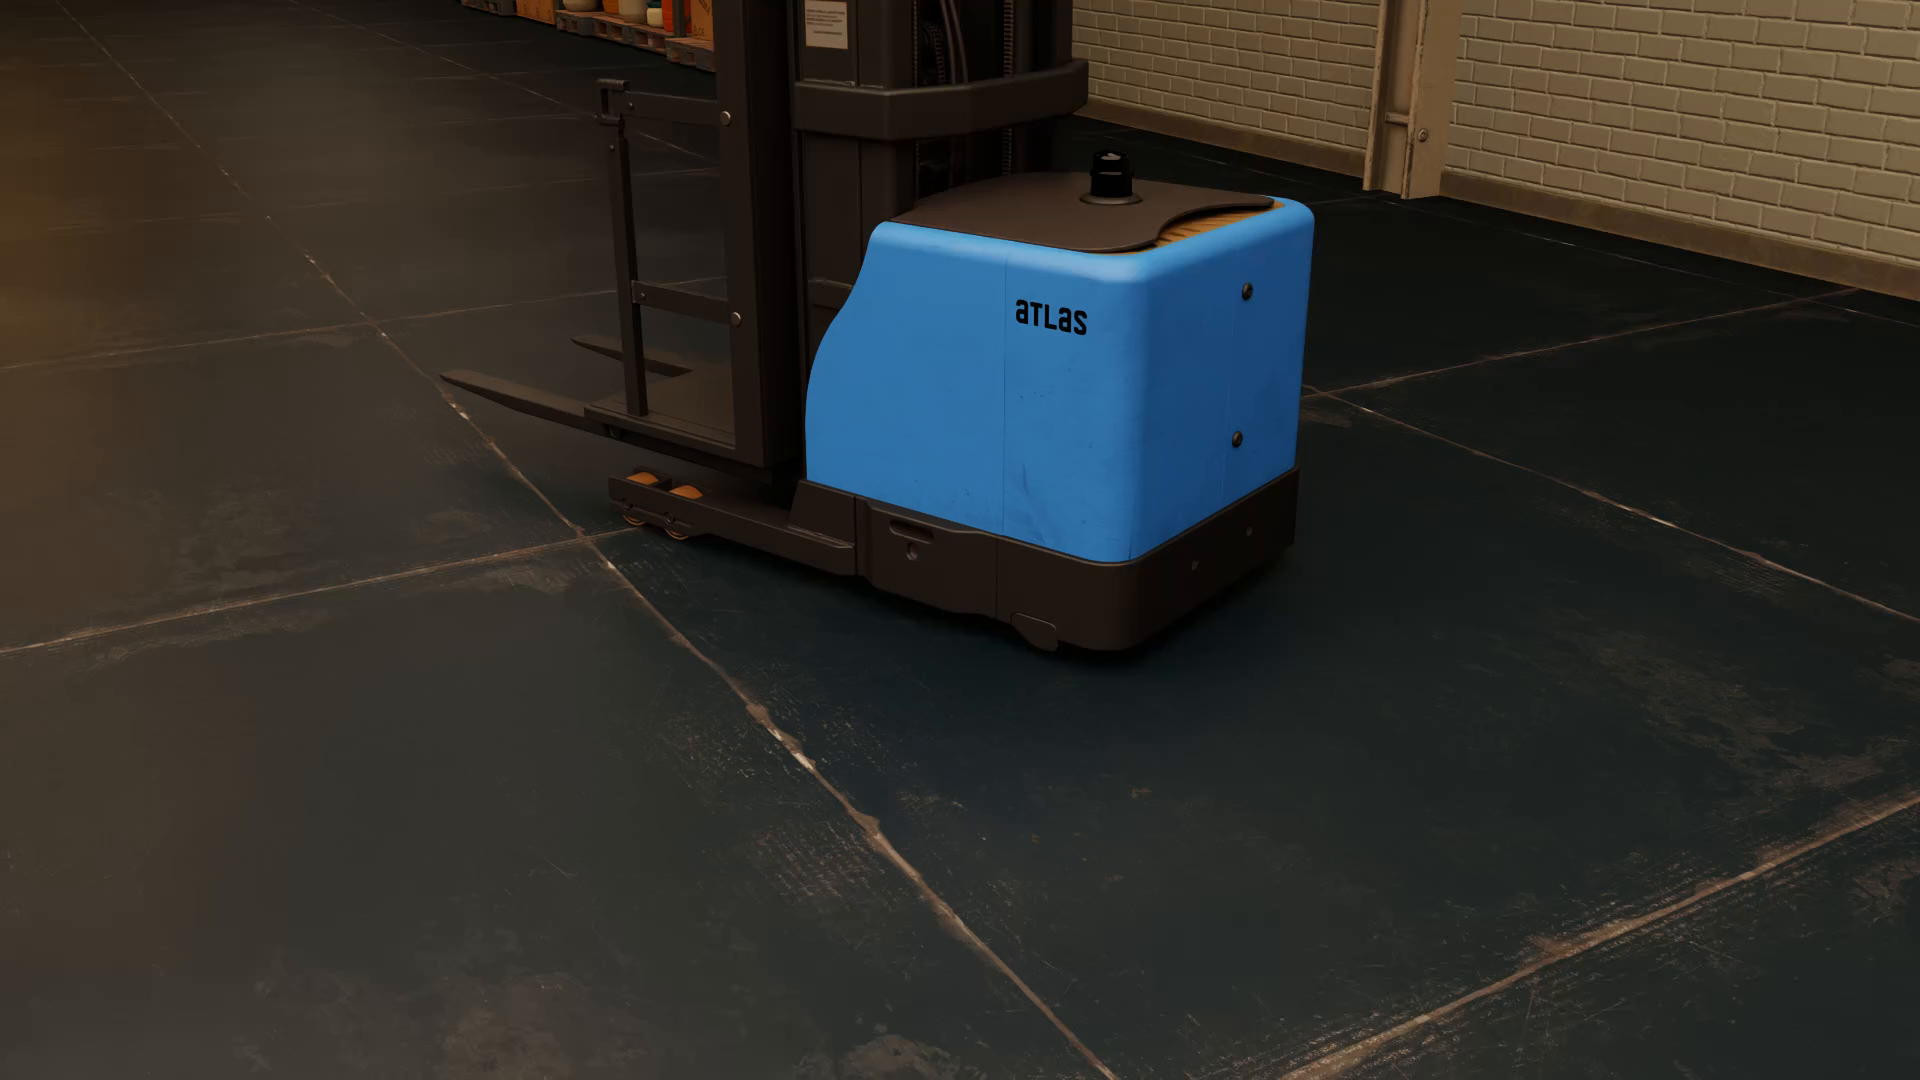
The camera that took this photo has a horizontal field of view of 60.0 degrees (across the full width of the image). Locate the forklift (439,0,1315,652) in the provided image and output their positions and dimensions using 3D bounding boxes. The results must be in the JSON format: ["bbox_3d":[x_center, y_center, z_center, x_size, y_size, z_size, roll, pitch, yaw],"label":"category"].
[{"bbox_3d":[-0.481,-1.497,4.922,3.031,2.935,1.130,16,27,34],"label":"forklift"}]
